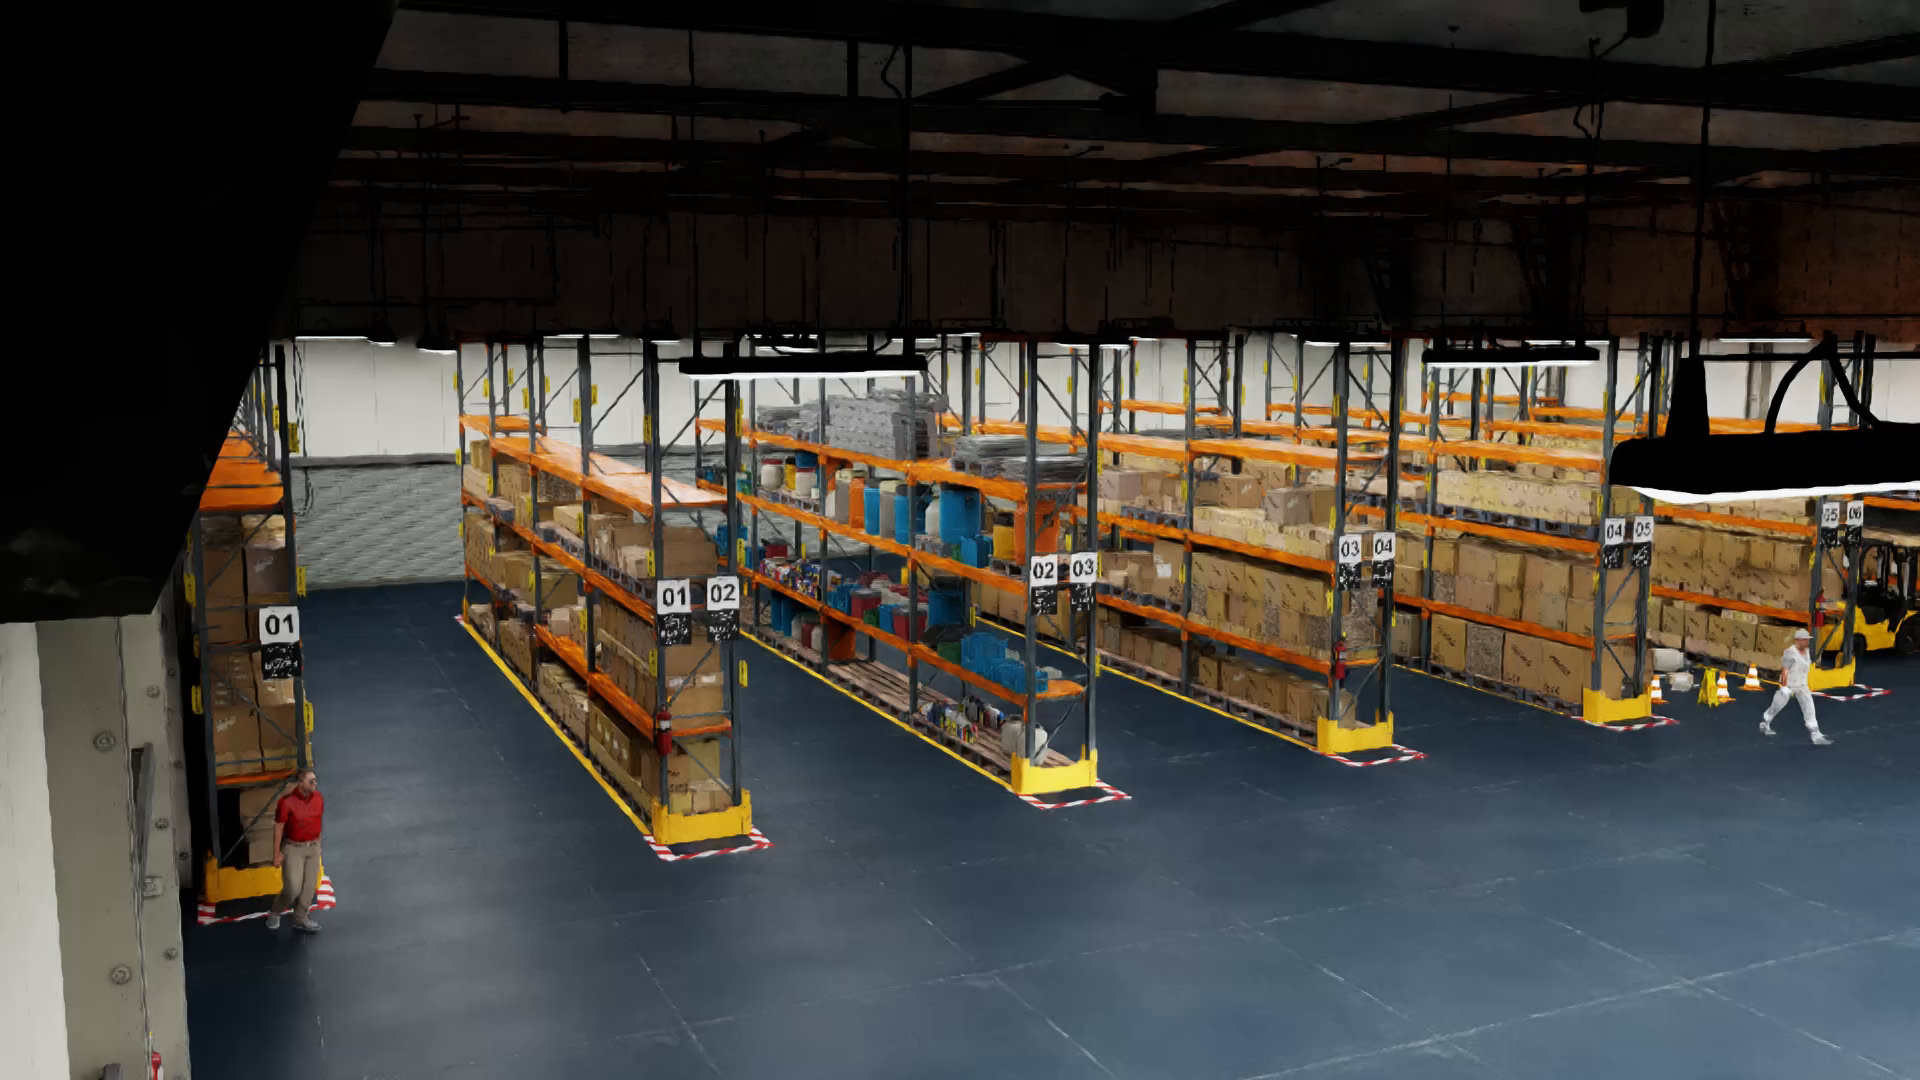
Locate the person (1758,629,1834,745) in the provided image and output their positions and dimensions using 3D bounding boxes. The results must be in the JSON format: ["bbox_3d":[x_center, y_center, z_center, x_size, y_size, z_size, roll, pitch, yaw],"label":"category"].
[{"bbox_3d":[12.424,2.150,24.695,0.553,1.709,1.123,-3,8,-22],"label":"person"}]

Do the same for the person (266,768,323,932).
[{"bbox_3d":[-6.858,3.184,17.141,0.545,1.719,0.607,4,9,29],"label":"person"}]

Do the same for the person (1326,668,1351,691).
[{"bbox_3d":[6.379,1.846,27.785,0.566,1.525,0.516,-4,9,-27],"label":"person"}]
